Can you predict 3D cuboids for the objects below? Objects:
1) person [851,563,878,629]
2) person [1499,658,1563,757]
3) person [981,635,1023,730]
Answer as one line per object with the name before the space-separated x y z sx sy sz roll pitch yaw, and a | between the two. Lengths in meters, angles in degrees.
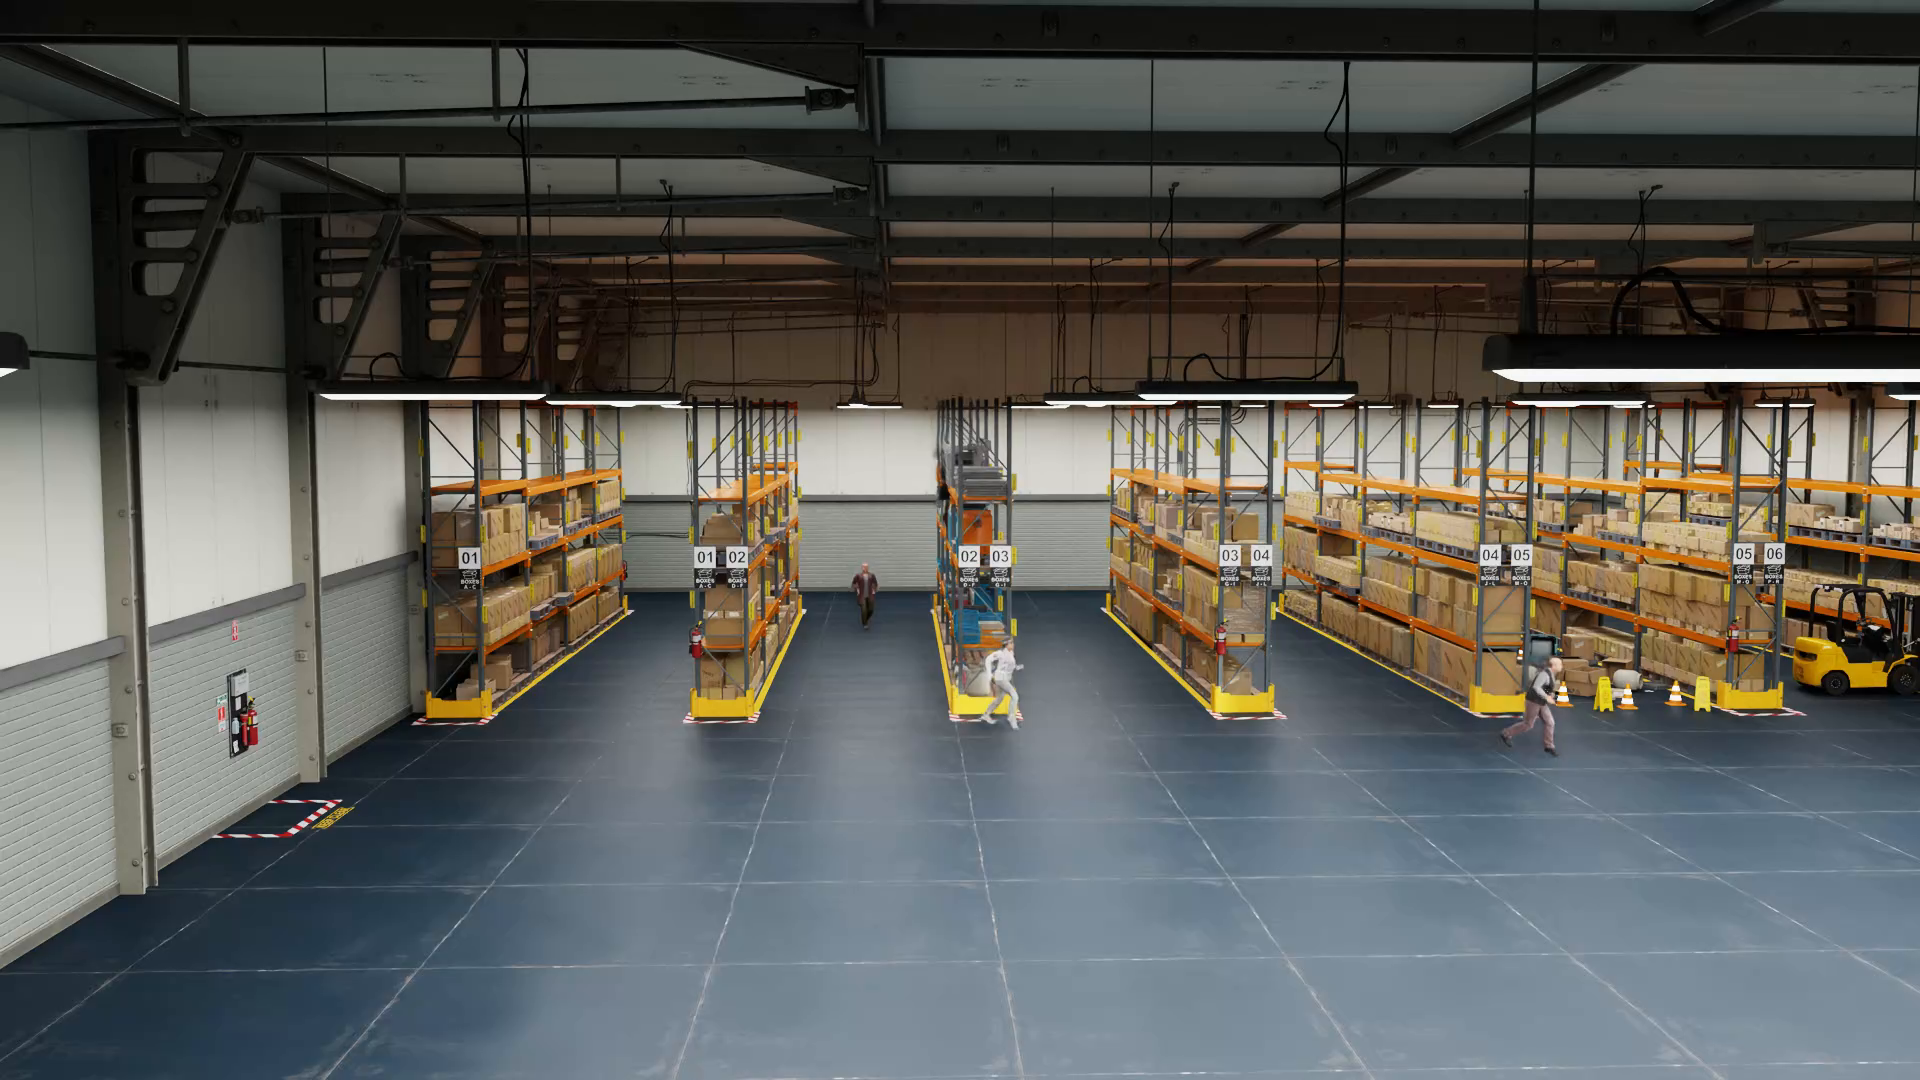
person | -2.487 1.473 43.818 0.688 1.724 0.607 -1 5 -13
person | 9.568 2.772 27.840 1.006 1.679 0.694 2 5 29
person | 0.772 2.567 30.060 0.791 1.722 0.636 2 5 28
